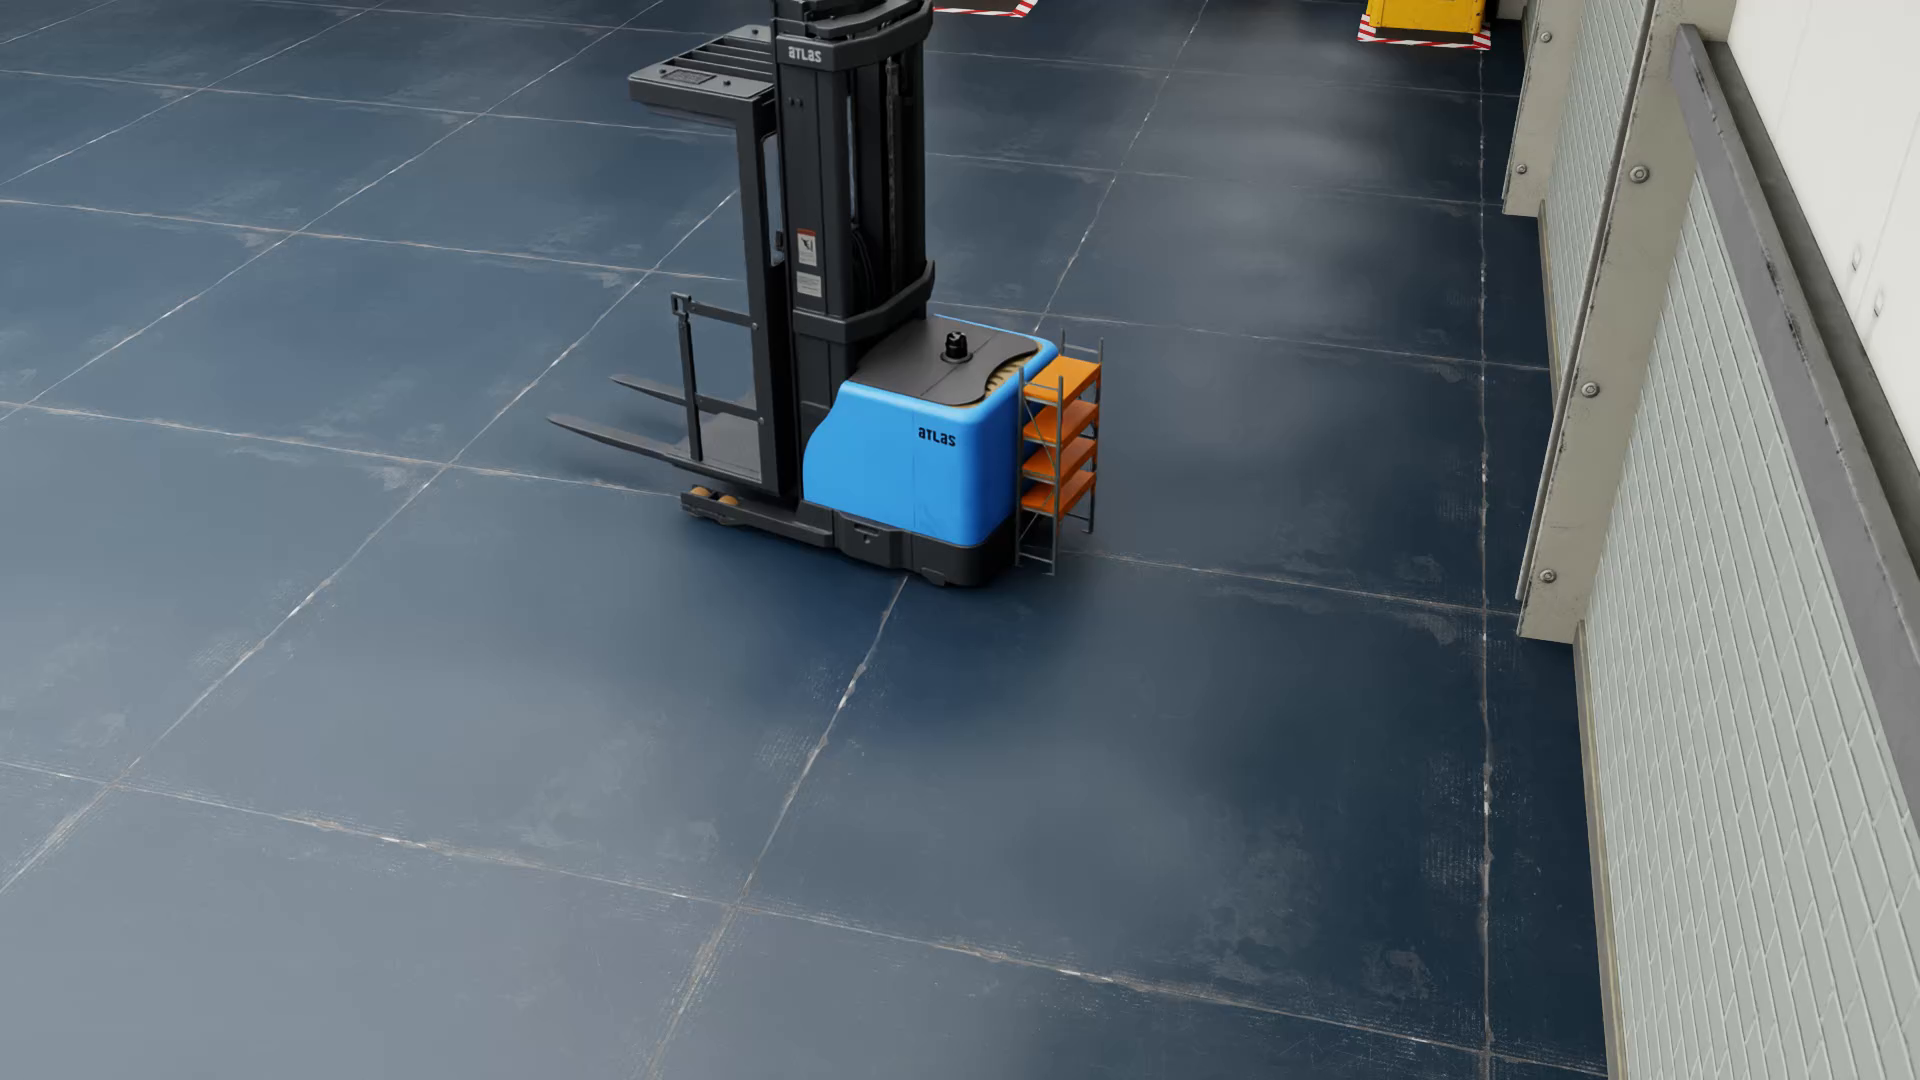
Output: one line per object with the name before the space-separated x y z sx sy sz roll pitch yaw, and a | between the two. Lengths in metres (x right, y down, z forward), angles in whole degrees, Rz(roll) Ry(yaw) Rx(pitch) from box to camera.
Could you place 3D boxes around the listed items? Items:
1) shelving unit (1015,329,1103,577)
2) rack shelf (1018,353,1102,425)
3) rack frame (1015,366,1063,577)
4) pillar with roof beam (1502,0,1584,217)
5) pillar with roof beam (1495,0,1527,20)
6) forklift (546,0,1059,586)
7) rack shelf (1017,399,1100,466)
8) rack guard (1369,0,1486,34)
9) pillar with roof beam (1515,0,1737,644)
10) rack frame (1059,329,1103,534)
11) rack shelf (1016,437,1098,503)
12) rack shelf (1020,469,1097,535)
shelving unit | 0.522 -0.456 8.849 0.258 1.200 0.503 16 36 23
rack shelf | 0.522 -0.788 8.638 0.258 0.148 0.480 16 36 23
rack frame | 0.408 -0.341 8.667 0.240 1.200 0.015 16 36 23
pillar with roof beam | 0.399 -7.090 12.015 9.100 9.000 0.400 8 33 12
pillar with roof beam | 1.922 -10.203 16.912 9.100 9.000 0.400 8 33 12
forklift | -0.999 -1.549 8.955 3.031 2.935 1.130 16 36 24
rack shelf | 0.522 -0.588 8.765 0.258 0.148 0.480 16 36 23
rack guard | 5.031 -5.780 17.875 1.175 0.500 0.348 8 33 12
pillar with roof beam | -1.123 -3.976 7.117 9.100 9.000 0.400 8 33 12
rack frame | 0.637 -0.572 9.031 0.240 1.200 0.015 16 36 23
rack shelf | 0.522 -0.399 8.885 0.258 0.148 0.480 16 36 23
rack shelf | 0.522 -0.232 8.992 0.258 0.148 0.480 16 36 23
